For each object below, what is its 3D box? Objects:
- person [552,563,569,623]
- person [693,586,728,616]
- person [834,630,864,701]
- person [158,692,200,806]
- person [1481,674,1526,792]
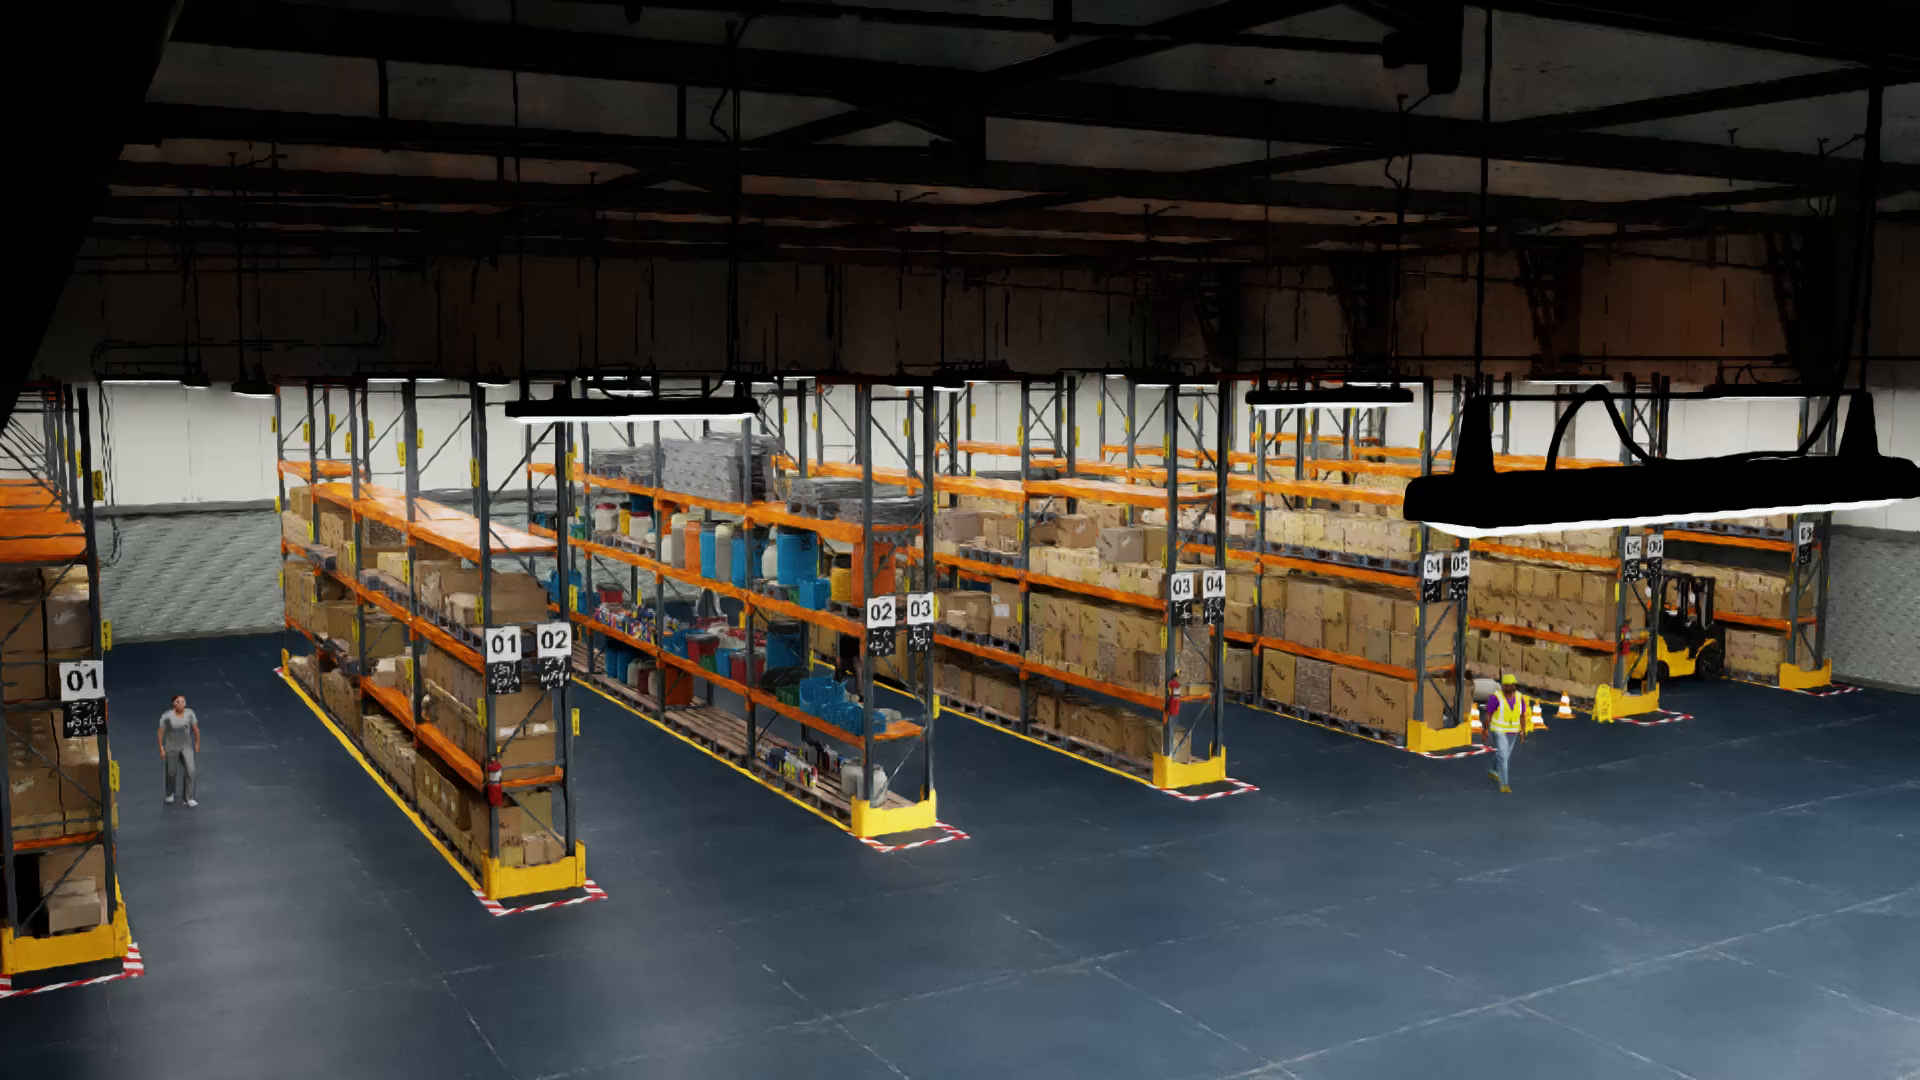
[{"bbox_3d":[-9.401,1.252,39.139,0.420,1.590,0.565,0,6,0],"label":"person"},{"bbox_3d":[-6.146,1.083,40.617,0.920,1.625,0.529,5,8,37],"label":"person"},{"bbox_3d":[-2.074,2.134,30.811,0.543,1.648,1.115,-3,7,-28],"label":"person"},{"bbox_3d":[-11.116,2.939,23.629,0.569,1.635,0.684,-5,8,-37],"label":"person"},{"bbox_3d":[8.020,2.802,24.480,0.603,1.728,0.939,-2,6,-14],"label":"person"}]
